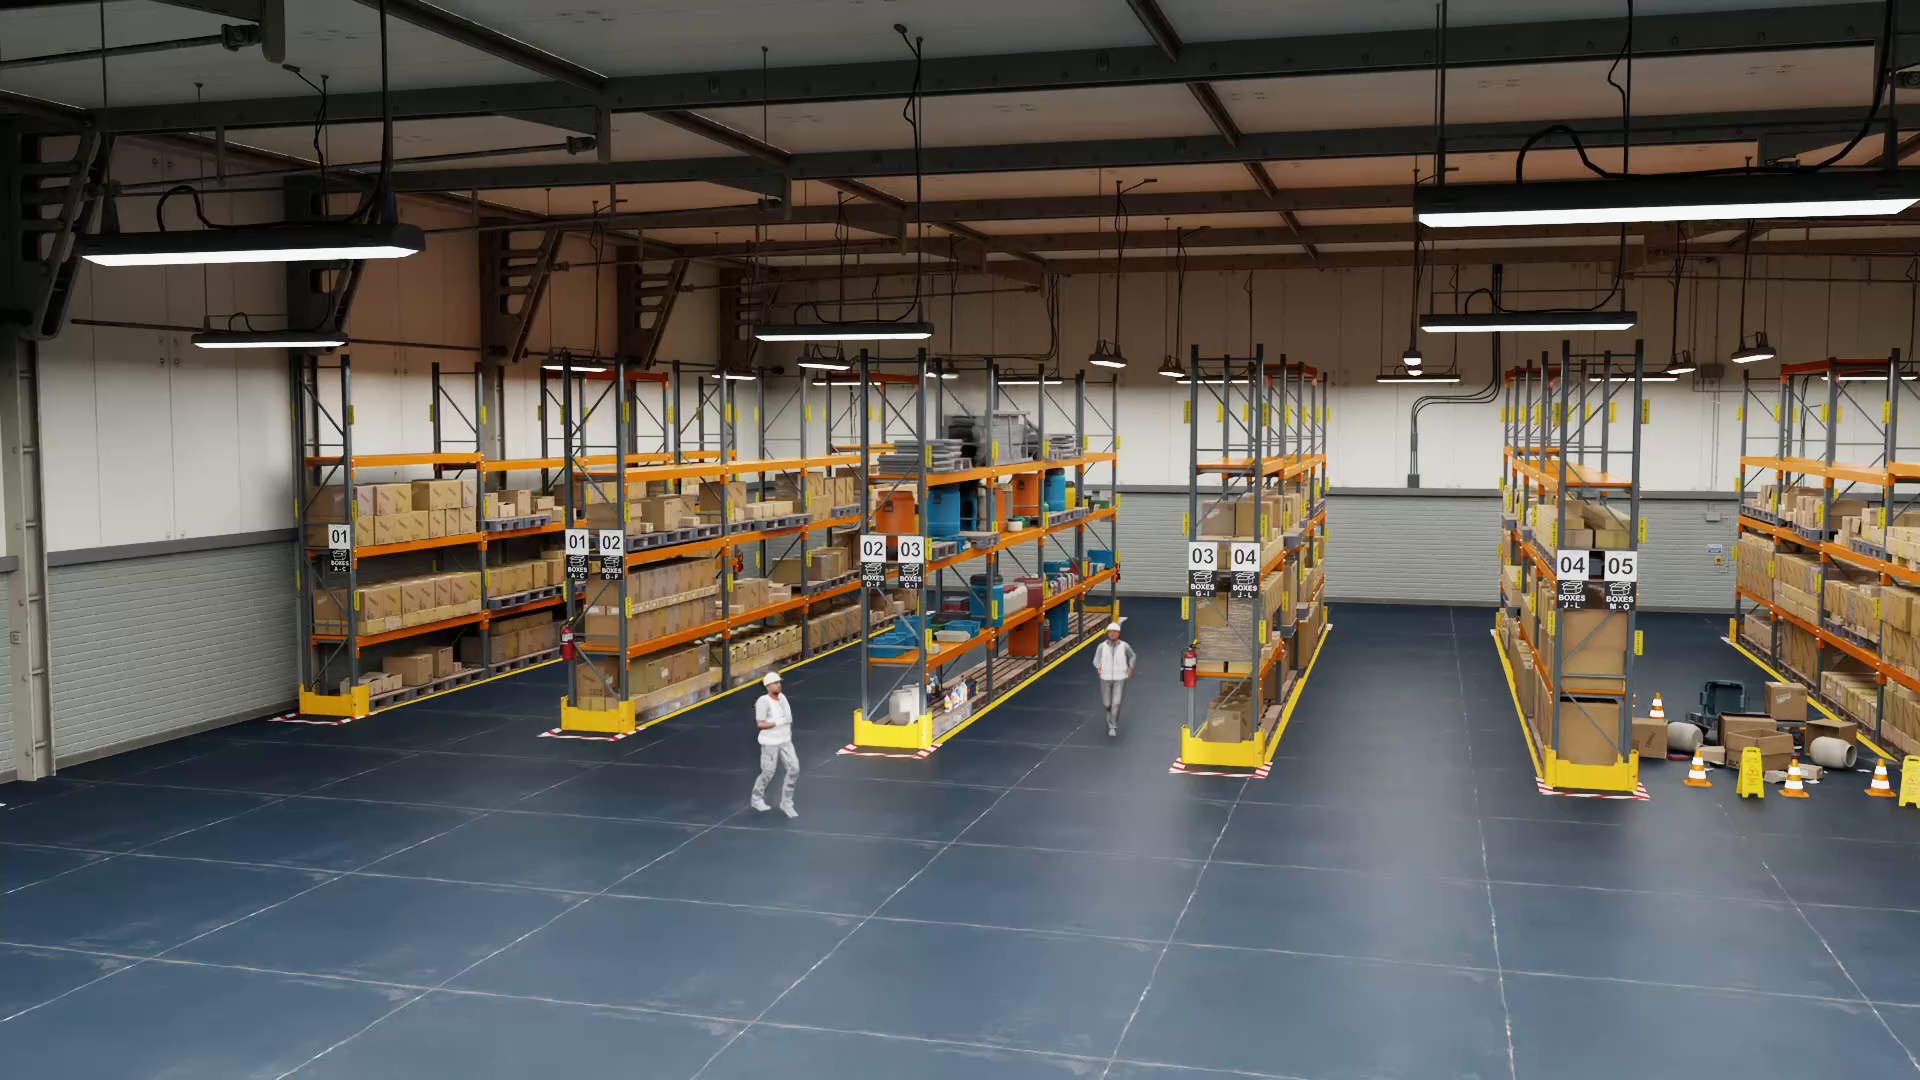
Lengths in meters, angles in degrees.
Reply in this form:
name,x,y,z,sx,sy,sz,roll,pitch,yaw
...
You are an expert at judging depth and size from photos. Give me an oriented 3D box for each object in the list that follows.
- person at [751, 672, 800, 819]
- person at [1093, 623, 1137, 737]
name,x,y,z,sx,sy,sz,roll,pitch,yaw
person,-2.295,2.558,20.692,0.730,1.835,0.654,3,5,37
person,2.432,2.177,26.195,0.677,1.746,0.875,1,4,11
